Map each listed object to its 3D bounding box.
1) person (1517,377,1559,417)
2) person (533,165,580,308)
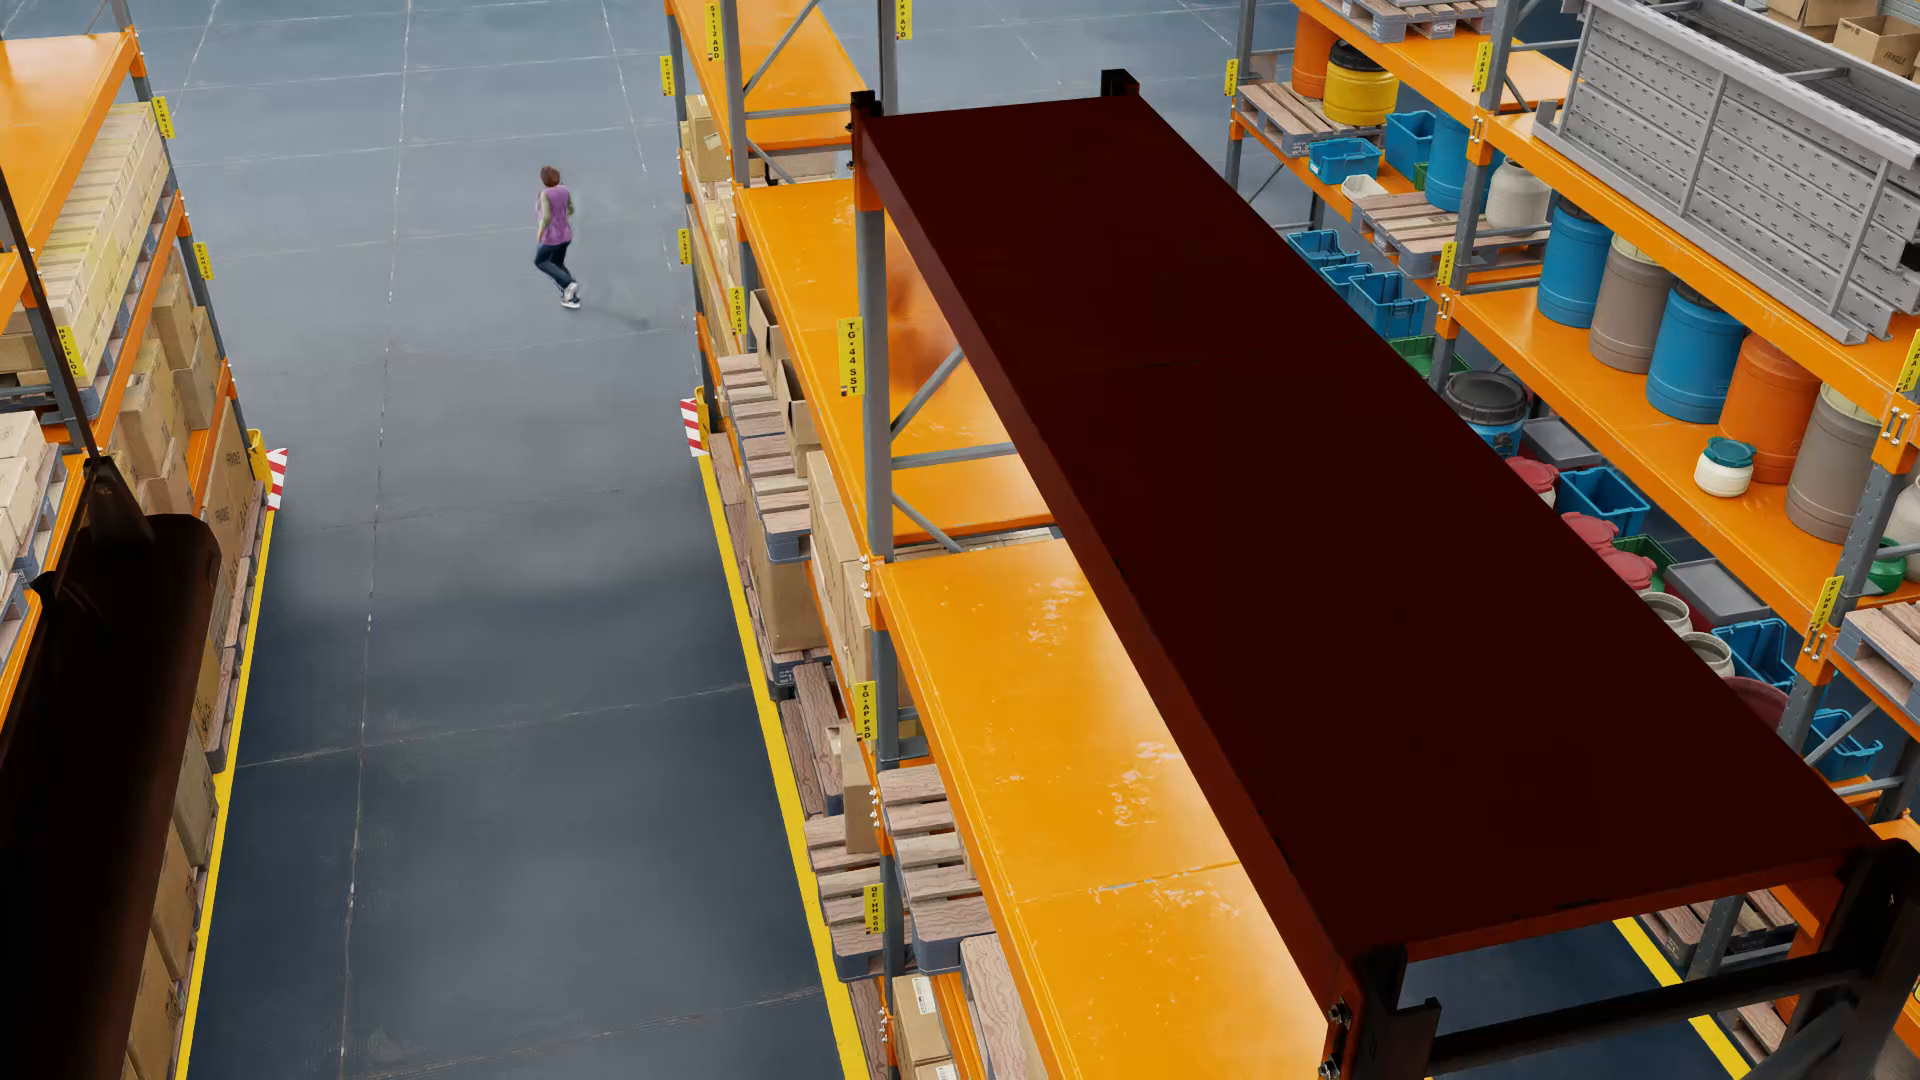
[{"bbox_3d":[5.352,-1.578,14.945,0.596,1.622,0.716,-12,36,-17],"label":"person"},{"bbox_3d":[-4.236,-3.153,17.327,0.478,1.561,0.550,19,39,25],"label":"person"}]
